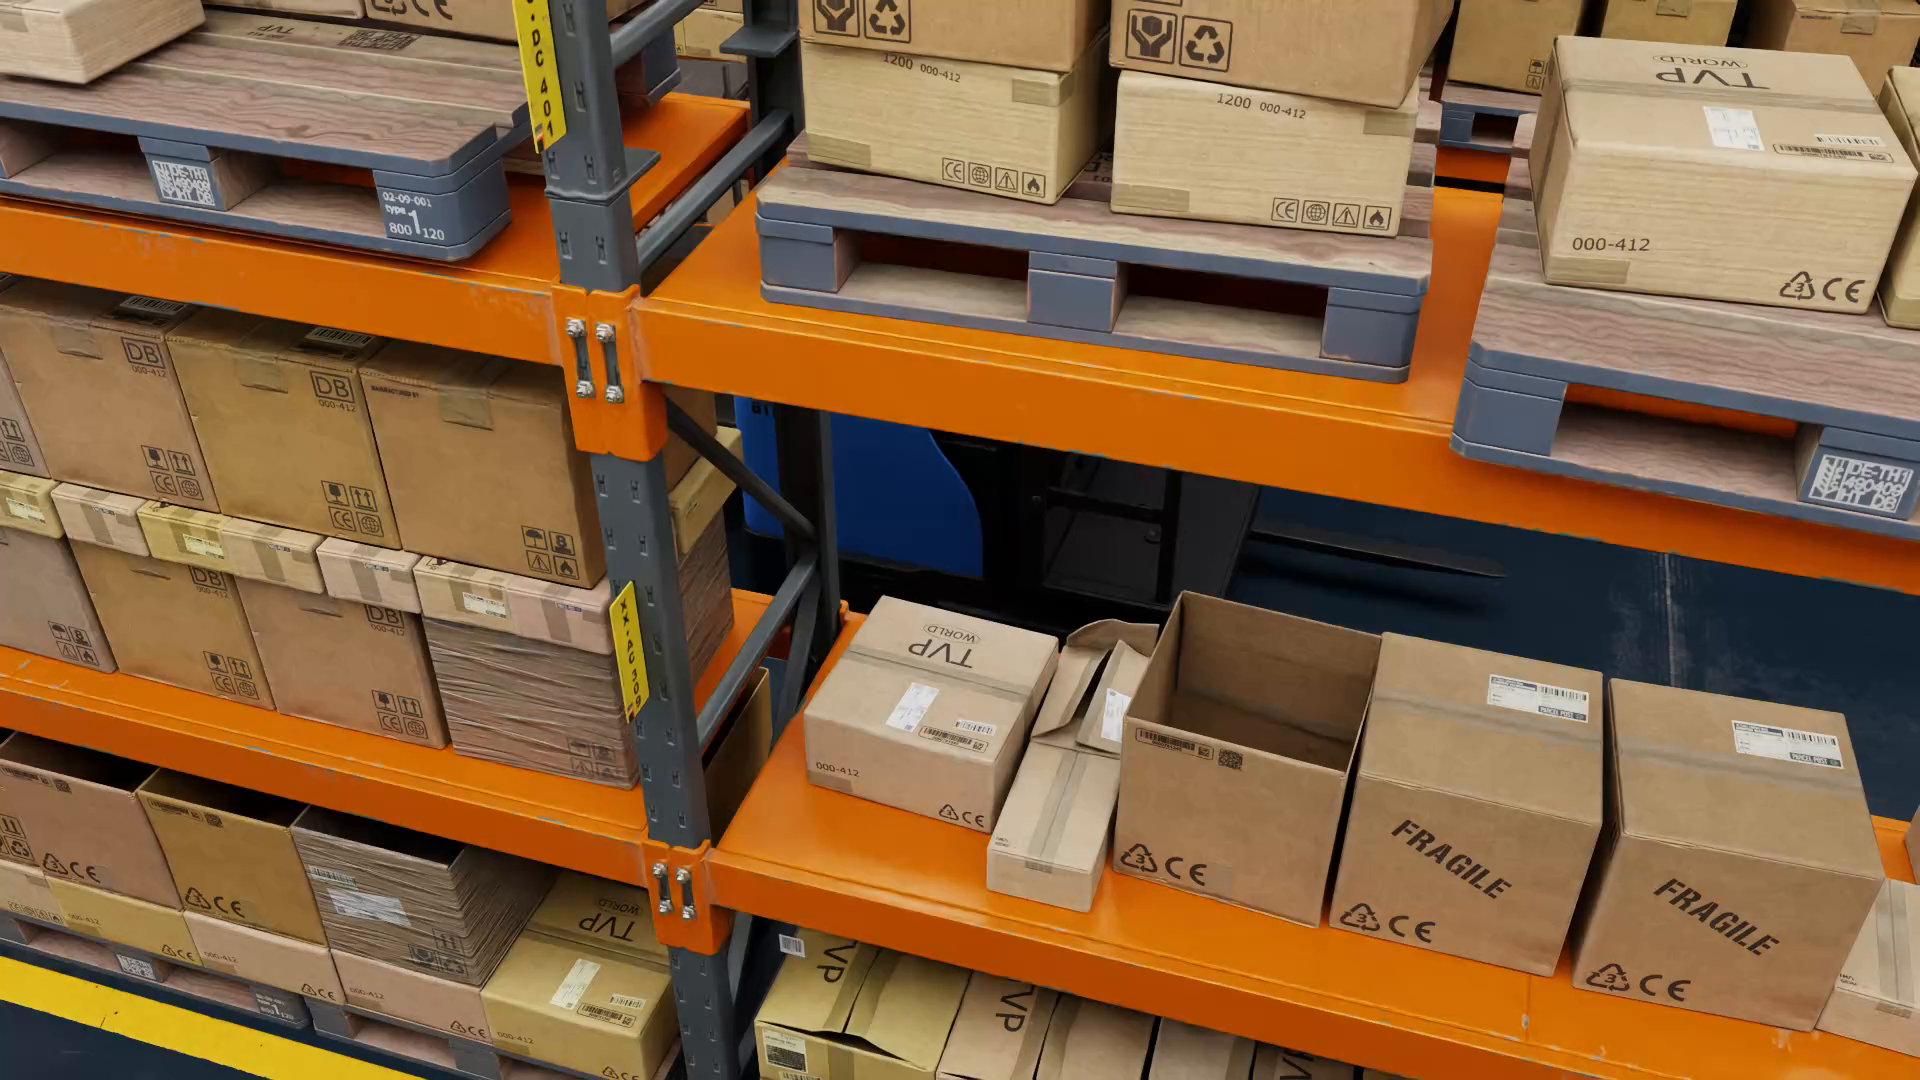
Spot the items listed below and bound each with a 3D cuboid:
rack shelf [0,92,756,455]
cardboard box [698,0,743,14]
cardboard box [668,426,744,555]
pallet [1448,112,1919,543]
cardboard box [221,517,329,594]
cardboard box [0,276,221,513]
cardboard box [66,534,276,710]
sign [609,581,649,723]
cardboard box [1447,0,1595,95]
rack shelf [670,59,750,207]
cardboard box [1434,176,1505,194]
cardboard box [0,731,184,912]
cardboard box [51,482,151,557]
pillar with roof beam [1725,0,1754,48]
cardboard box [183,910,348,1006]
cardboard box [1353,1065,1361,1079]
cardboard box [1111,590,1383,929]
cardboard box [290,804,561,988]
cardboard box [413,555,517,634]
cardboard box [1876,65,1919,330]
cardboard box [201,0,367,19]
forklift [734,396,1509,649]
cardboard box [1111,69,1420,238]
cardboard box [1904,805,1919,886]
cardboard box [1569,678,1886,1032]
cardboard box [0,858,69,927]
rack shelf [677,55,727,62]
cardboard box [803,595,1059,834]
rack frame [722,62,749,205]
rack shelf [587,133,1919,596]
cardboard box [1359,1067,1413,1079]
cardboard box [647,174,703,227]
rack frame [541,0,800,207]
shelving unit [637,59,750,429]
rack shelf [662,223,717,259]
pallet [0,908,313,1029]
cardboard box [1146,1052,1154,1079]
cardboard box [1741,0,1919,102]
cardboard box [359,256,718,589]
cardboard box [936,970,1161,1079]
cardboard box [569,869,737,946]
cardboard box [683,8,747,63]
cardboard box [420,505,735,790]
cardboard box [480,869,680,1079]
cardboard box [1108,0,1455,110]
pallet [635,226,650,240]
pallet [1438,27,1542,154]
[{"bbox_3d":[-2.457,-0.961,4.101,4.000,0.370,1.077,10,38,14],"label":"rack shelf"},{"bbox_3d":[-1.070,-2.922,8.167,0.500,0.500,0.500,12,38,15],"label":"cardboard box"},{"bbox_3d":[-0.747,-0.147,4.288,0.250,0.149,0.380,10,38,14],"label":"cardboard box"},{"bbox_3d":[1.527,-0.379,2.863,1.213,0.211,1.003,12,38,16],"label":"pallet"},{"bbox_3d":[-1.609,-0.053,4.159,0.250,0.149,0.380,10,38,14],"label":"cardboard box"},{"bbox_3d":[-1.934,-0.504,4.225,0.500,0.500,0.700,10,38,14],"label":"cardboard box"},{"bbox_3d":[-1.957,0.016,4.614,0.500,0.500,0.700,11,38,15],"label":"cardboard box"},{"bbox_3d":[-0.712,0.245,3.589,0.005,0.325,0.100,10,38,14],"label":"sign"},{"bbox_3d":[2.570,-2.399,7.523,0.500,0.500,0.700,16,39,20],"label":"cardboard box"},{"bbox_3d":[-1.045,-1.572,6.449,0.480,0.518,0.431,7,37,11],"label":"rack shelf"},{"bbox_3d":[2.552,-1.678,8.105,0.500,0.250,0.500,9,37,13],"label":"cardboard box"},{"bbox_3d":[-2.490,0.728,5.063,0.500,0.500,0.500,10,38,14],"label":"cardboard box"},{"bbox_3d":[-2.083,-0.142,4.281,0.250,0.149,0.380,12,38,15],"label":"cardboard box"},{"bbox_3d":[2.477,-2.485,3.034,0.400,9.000,9.100,10,38,14],"label":"pillar with roof beam"},{"bbox_3d":[-2.012,1.117,5.167,0.500,0.250,0.500,10,38,14],"label":"cardboard box"},{"bbox_3d":[1.390,1.430,4.742,0.500,0.250,0.500,11,38,15],"label":"cardboard box"},{"bbox_3d":[0.683,0.509,3.943,0.500,0.500,0.500,13,38,17],"label":"cardboard box"},{"bbox_3d":[-1.530,0.894,4.837,0.500,0.500,0.500,10,38,14],"label":"cardboard box"},{"bbox_3d":[-1.107,0.038,4.036,0.250,0.149,0.380,10,37,13],"label":"cardboard box"},{"bbox_3d":[1.772,-0.537,2.691,0.500,0.250,0.500,10,37,13],"label":"cardboard box"},{"bbox_3d":[-1.466,-1.420,3.721,0.500,0.311,0.500,9,37,11],"label":"cardboard box"},{"bbox_3d":[0.678,-0.983,6.113,3.031,2.935,1.130,11,38,15],"label":"forklift"},{"bbox_3d":[0.562,-0.796,3.042,0.500,0.250,0.500,7,37,9],"label":"cardboard box"},{"bbox_3d":[2.474,0.787,3.726,0.500,0.311,0.500,10,38,13],"label":"cardboard box"},{"bbox_3d":[1.663,0.691,3.697,0.500,0.500,0.500,9,37,11],"label":"cardboard box"},{"bbox_3d":[-2.965,0.938,5.410,0.500,0.250,0.500,10,38,14],"label":"cardboard box"},{"bbox_3d":[-0.984,-2.556,8.799,4.000,0.370,1.077,10,38,14],"label":"rack shelf"},{"bbox_3d":[-0.065,0.434,4.256,0.500,0.250,0.500,13,38,17],"label":"cardboard box"},{"bbox_3d":[-0.795,-0.989,6.807,0.015,2.100,0.400,7,37,11],"label":"rack frame"},{"bbox_3d":[1.361,-0.254,3.140,4.000,0.370,1.077,10,38,14],"label":"rack shelf"},{"bbox_3d":[1.240,1.509,4.162,0.500,0.311,0.500,12,38,15],"label":"cardboard box"},{"bbox_3d":[-1.715,-2.020,9.361,0.500,0.311,0.500,14,38,18],"label":"cardboard box"},{"bbox_3d":[-0.548,-2.105,2.518,0.127,3.000,1.000,10,38,14],"label":"rack frame"},{"bbox_3d":[-1.033,-1.017,6.854,0.503,2.100,0.431,7,37,11],"label":"shelving unit"},{"bbox_3d":[-1.033,-1.006,6.862,0.480,0.518,0.431,7,37,11],"label":"rack shelf"},{"bbox_3d":[-2.463,1.055,5.638,1.213,0.211,1.003,10,38,14],"label":"pallet"},{"bbox_3d":[0.251,1.552,4.576,0.500,0.250,0.500,11,38,15],"label":"cardboard box"},{"bbox_3d":[3.750,-2.163,7.203,0.500,0.500,0.700,7,37,10],"label":"cardboard box"},{"bbox_3d":[-0.974,-0.326,3.984,0.500,0.500,0.700,11,38,14],"label":"cardboard box"},{"bbox_3d":[0.248,1.329,4.406,0.500,0.311,0.500,10,38,13],"label":"cardboard box"},{"bbox_3d":[-0.900,0.996,5.332,0.500,0.250,0.500,10,38,14],"label":"cardboard box"},{"bbox_3d":[-1.055,-2.613,8.380,0.500,0.250,0.500,11,38,14],"label":"cardboard box"},{"bbox_3d":[-0.974,0.196,4.369,0.500,0.500,0.700,10,37,13],"label":"cardboard box"},{"bbox_3d":[-1.056,1.291,4.931,0.500,0.250,0.500,10,38,14],"label":"cardboard box"},{"bbox_3d":[0.579,-1.089,2.808,0.500,0.500,0.500,14,39,18],"label":"cardboard box"},{"bbox_3d":[-2.055,-1.899,9.652,1.213,0.211,1.003,10,38,14],"label":"pallet"},{"bbox_3d":[2.842,-2.035,7.646,1.213,0.211,1.003,10,38,14],"label":"pallet"}]
